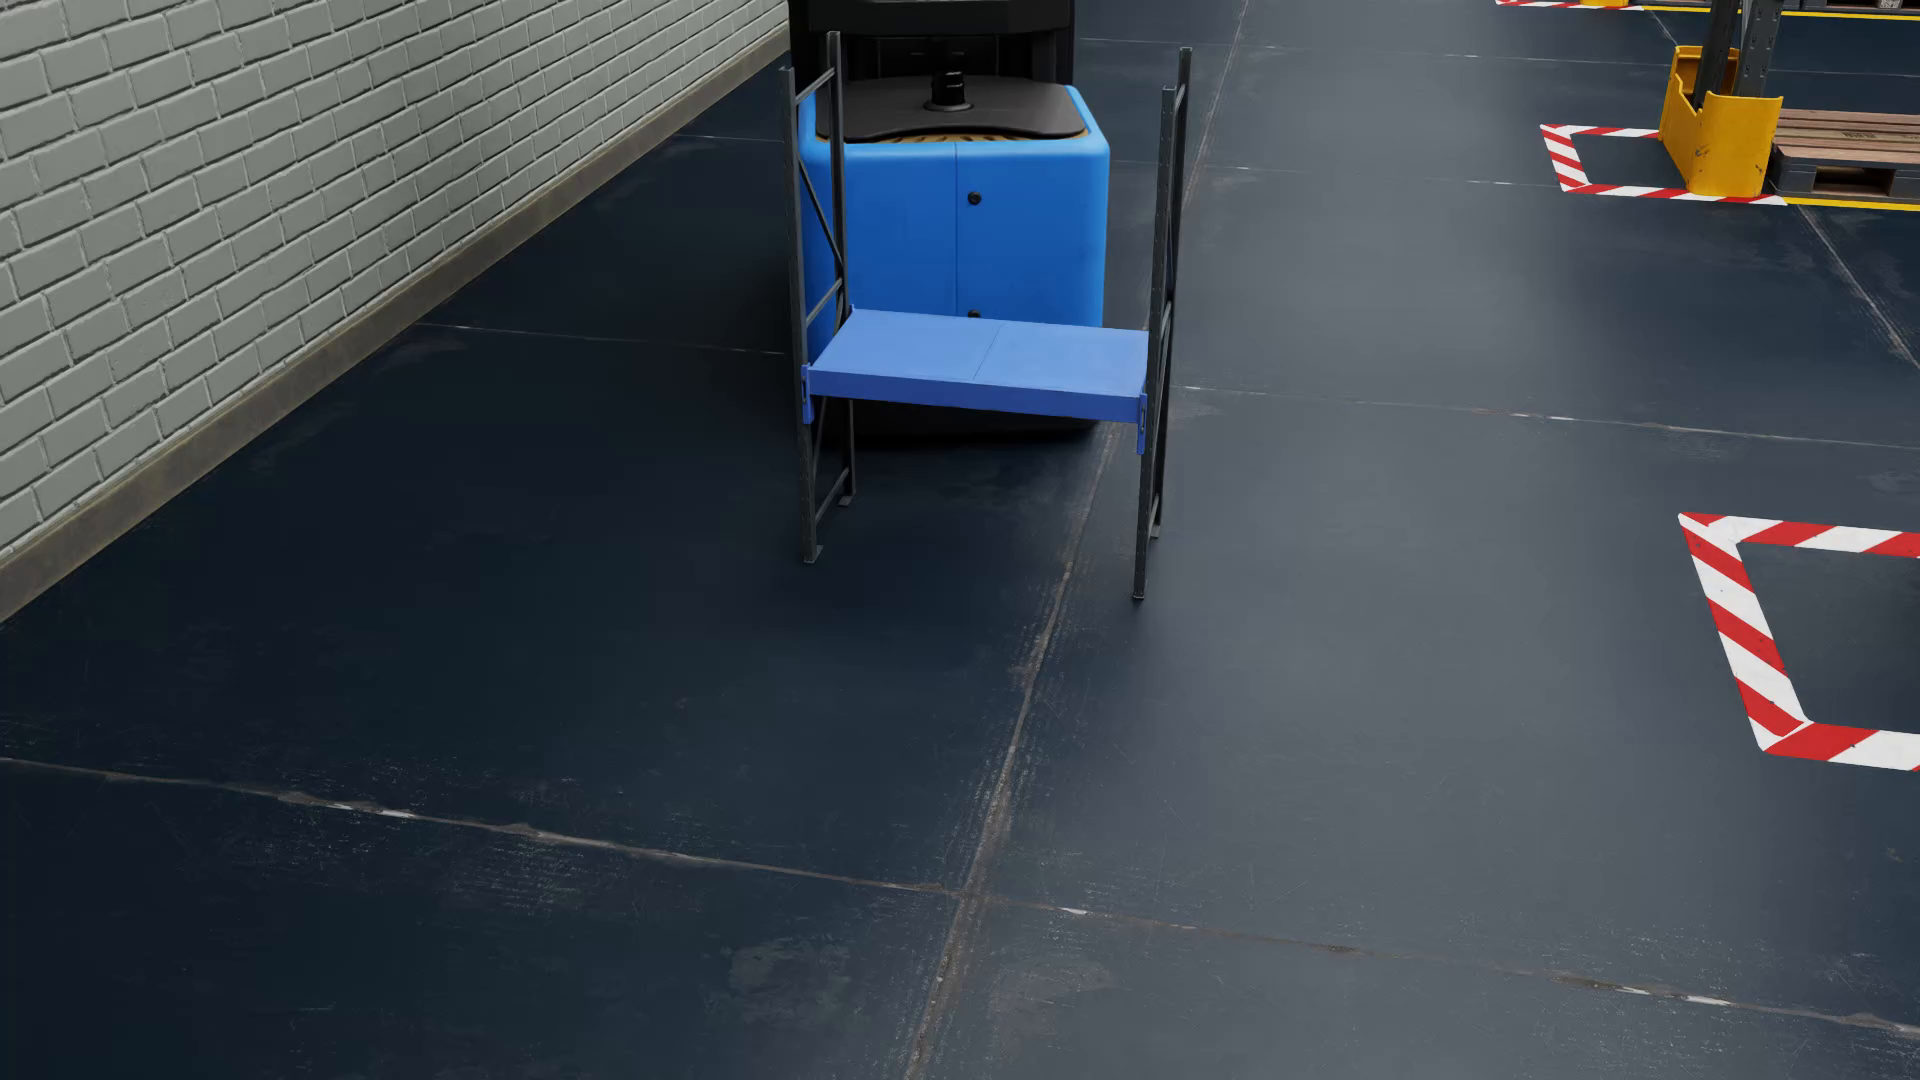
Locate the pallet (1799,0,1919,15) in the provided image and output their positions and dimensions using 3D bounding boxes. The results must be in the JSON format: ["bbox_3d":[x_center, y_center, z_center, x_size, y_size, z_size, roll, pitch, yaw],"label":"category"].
[{"bbox_3d":[7.051,-4.267,12.825,1.213,0.211,1.003,6,29,11],"label":"pallet"}]

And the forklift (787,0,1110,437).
[{"bbox_3d":[-0.126,-2.319,6.434,1.130,2.935,3.031,-2,29,-4],"label":"forklift"}]

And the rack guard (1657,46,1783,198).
[{"bbox_3d":[4.003,-2.231,8.805,0.348,0.500,1.175,6,29,11],"label":"rack guard"}]

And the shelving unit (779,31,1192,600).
[{"bbox_3d":[0.083,-0.649,4.874,1.048,1.500,0.538,6,29,11],"label":"shelving unit"}]

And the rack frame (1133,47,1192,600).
[{"bbox_3d":[0.581,-0.598,4.781,0.032,1.500,0.500,6,29,11],"label":"rack frame"}]

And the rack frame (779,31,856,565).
[{"bbox_3d":[-0.414,-0.700,4.967,0.032,1.500,0.500,6,29,11],"label":"rack frame"}]

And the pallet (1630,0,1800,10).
[{"bbox_3d":[5.862,-4.391,13.050,1.213,0.211,1.003,6,29,11],"label":"pallet"}]

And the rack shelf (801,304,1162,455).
[{"bbox_3d":[0.083,-0.492,4.961,1.000,0.185,0.538,6,29,11],"label":"rack shelf"}]

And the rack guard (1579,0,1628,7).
[{"bbox_3d":[5.040,-4.563,13.064,0.348,0.500,1.175,6,29,11],"label":"rack guard"}]

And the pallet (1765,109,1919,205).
[{"bbox_3d":[4.828,-2.007,8.696,1.213,0.211,1.003,6,29,11],"label":"pallet"}]

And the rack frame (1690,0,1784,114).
[{"bbox_3d":[4.029,-3.331,8.211,0.127,3.000,1.000,6,29,11],"label":"rack frame"}]
